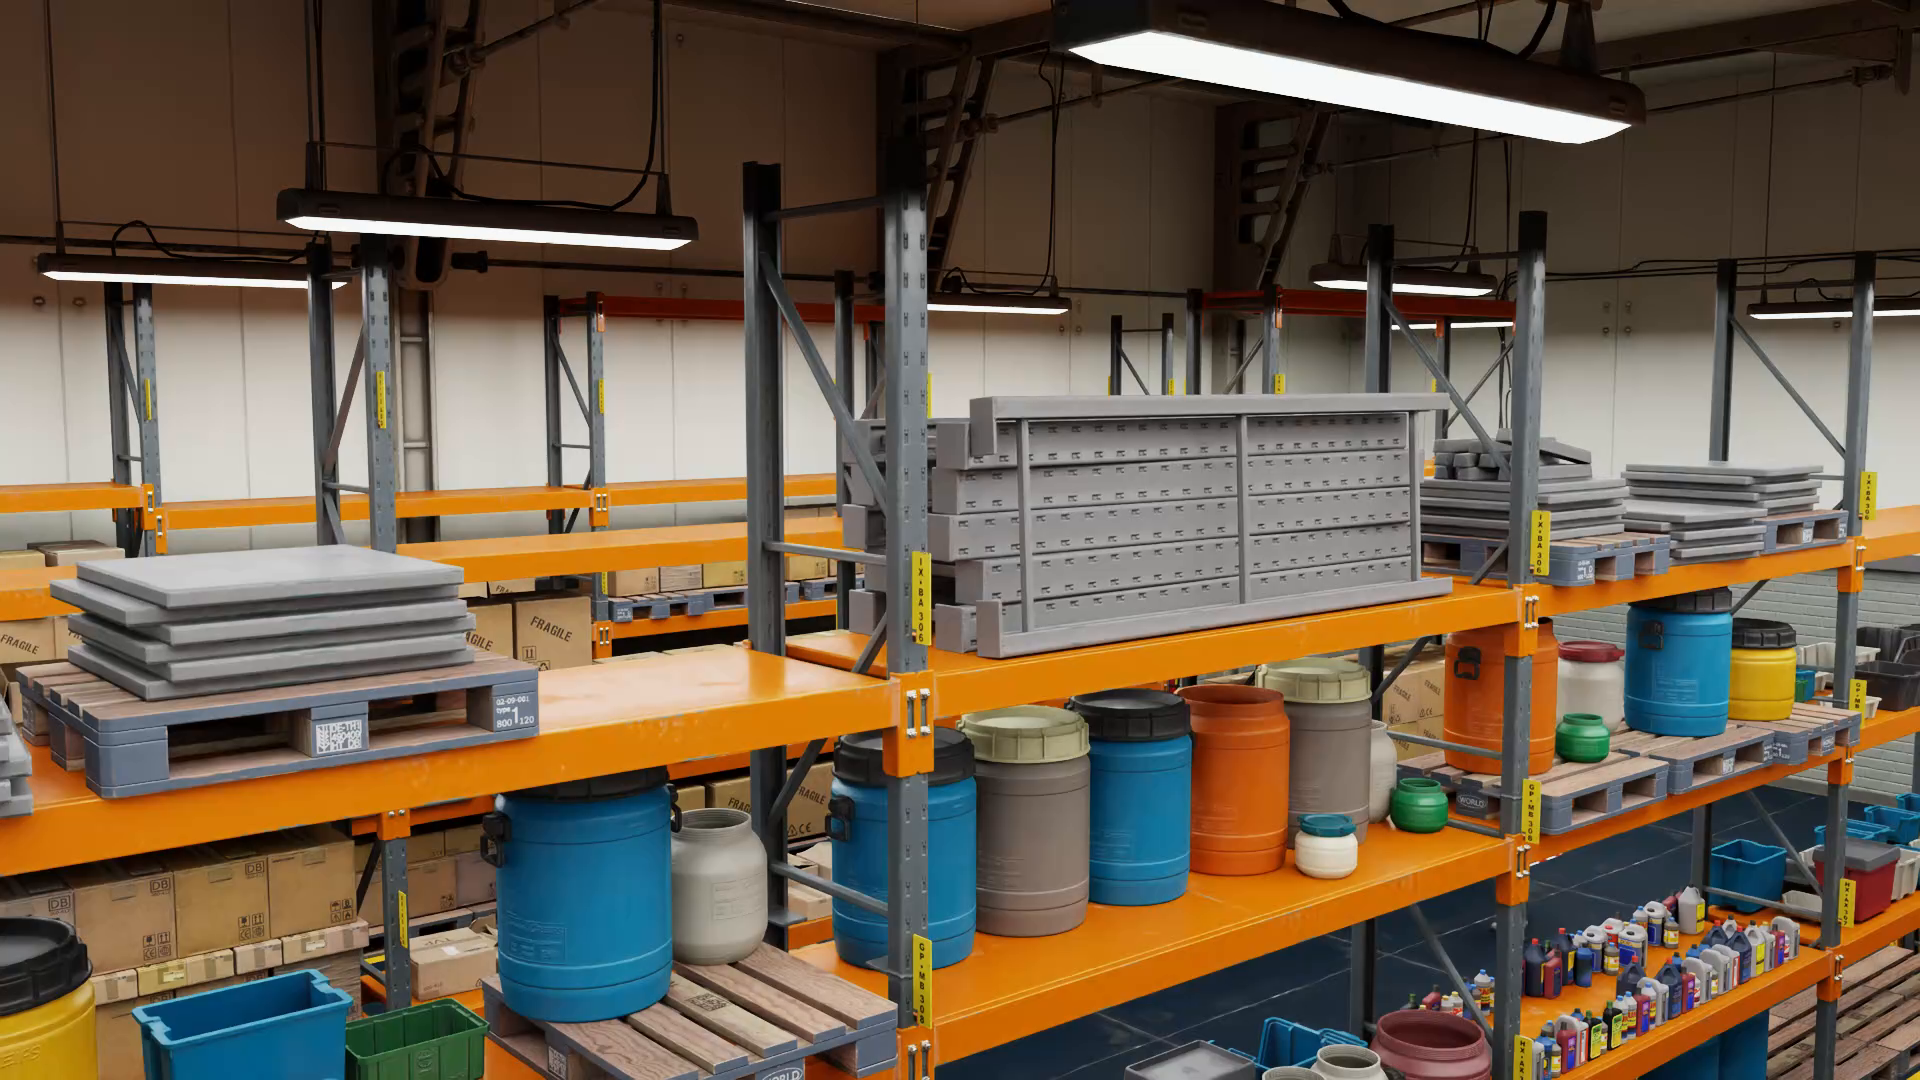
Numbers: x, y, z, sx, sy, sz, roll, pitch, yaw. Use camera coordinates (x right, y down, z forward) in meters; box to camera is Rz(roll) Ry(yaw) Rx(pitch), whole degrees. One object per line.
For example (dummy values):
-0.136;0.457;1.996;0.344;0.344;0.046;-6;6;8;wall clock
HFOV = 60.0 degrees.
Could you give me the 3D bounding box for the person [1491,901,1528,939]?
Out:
5.122;2.832;15.431;0.408;1.842;0.547;1;6;11;person
